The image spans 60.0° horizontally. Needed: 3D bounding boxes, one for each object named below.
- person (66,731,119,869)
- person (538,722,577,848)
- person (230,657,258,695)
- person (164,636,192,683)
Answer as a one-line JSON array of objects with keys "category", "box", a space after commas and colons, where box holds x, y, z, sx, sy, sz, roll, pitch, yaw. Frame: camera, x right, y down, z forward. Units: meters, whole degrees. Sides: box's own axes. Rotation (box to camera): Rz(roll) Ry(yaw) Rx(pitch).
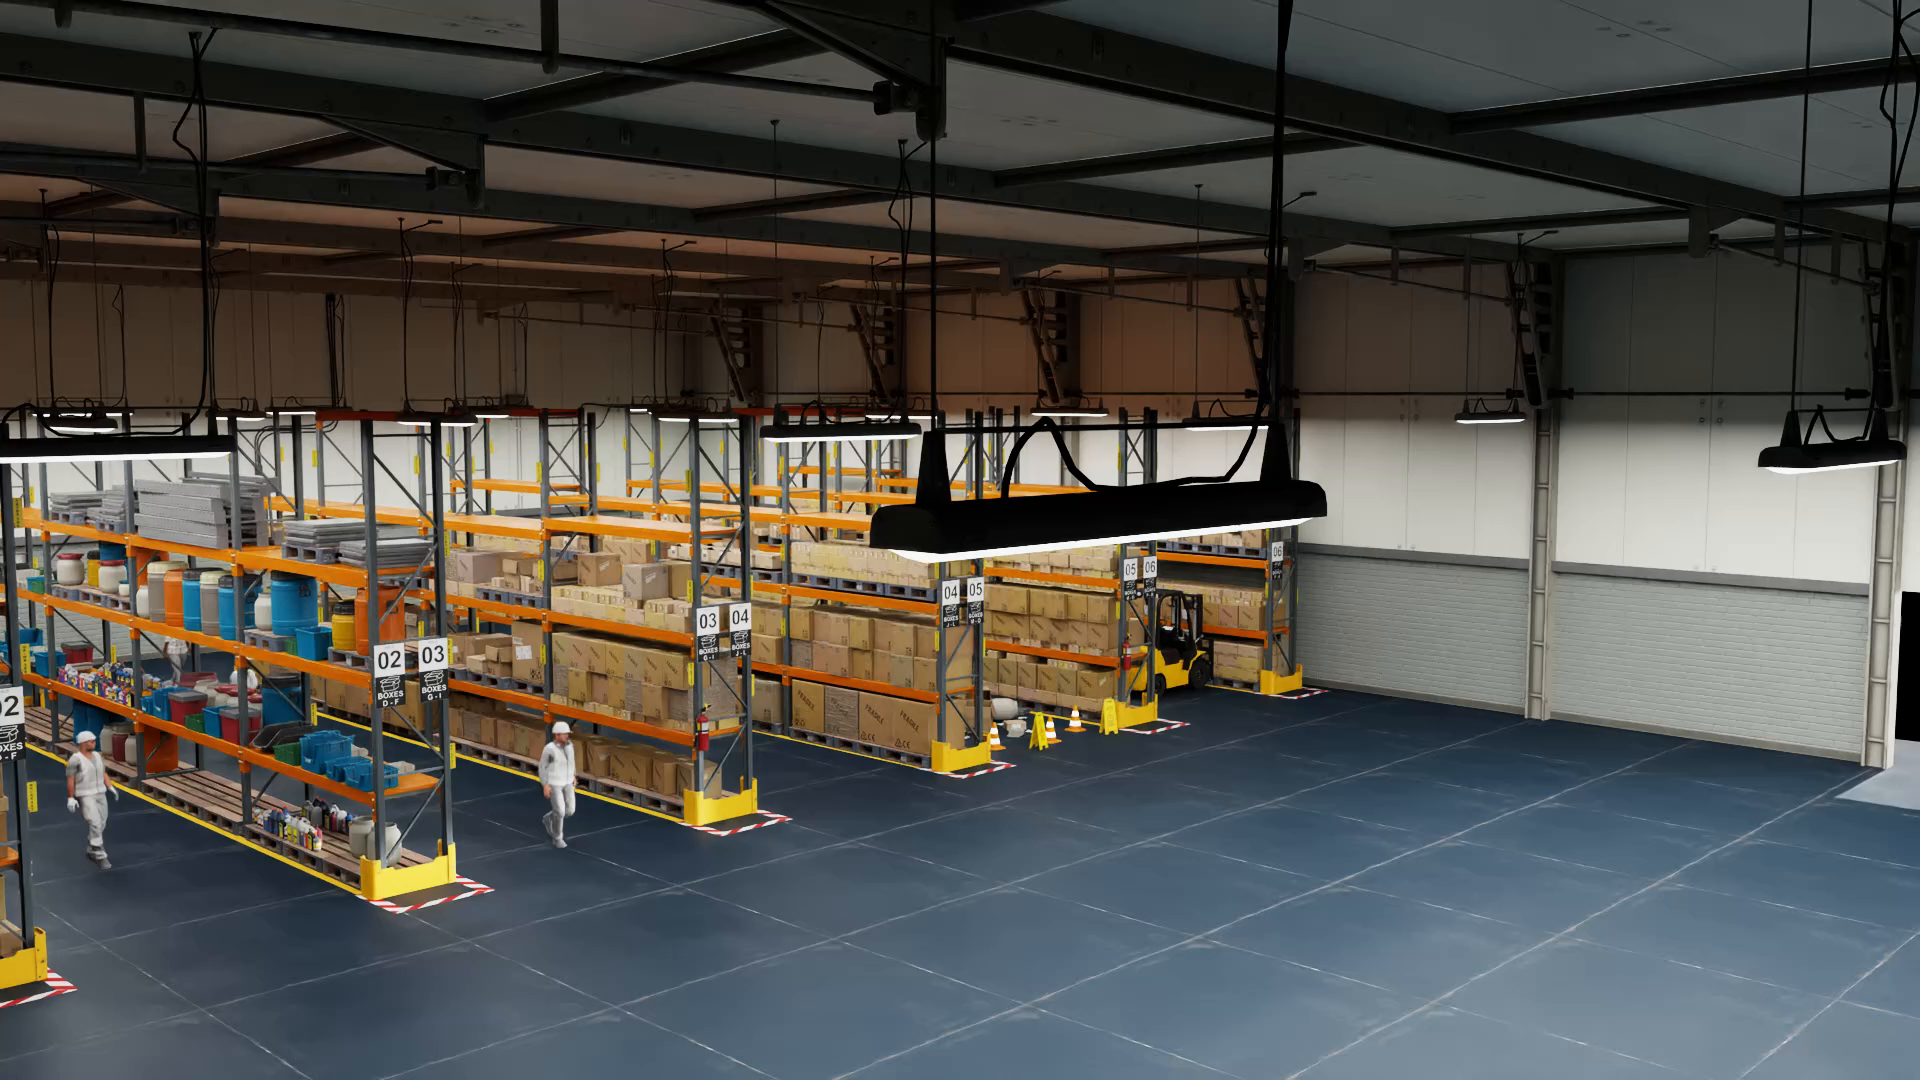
[{"category": "person", "box": [-11.589, 3.479, 22.354, 0.694, 1.813, 0.574, 2, 5, 21]}, {"category": "person", "box": [-5.683, 3.399, 23.332, 0.638, 1.756, 0.624, 3, 6, 34]}, {"category": "person", "box": [-12.521, 2.868, 29.139, 1.065, 1.741, 0.505, 3, 6, 34]}, {"category": "person", "box": [-16.521, 2.388, 35.155, 1.033, 1.625, 0.524, 4, 7, 41]}]
